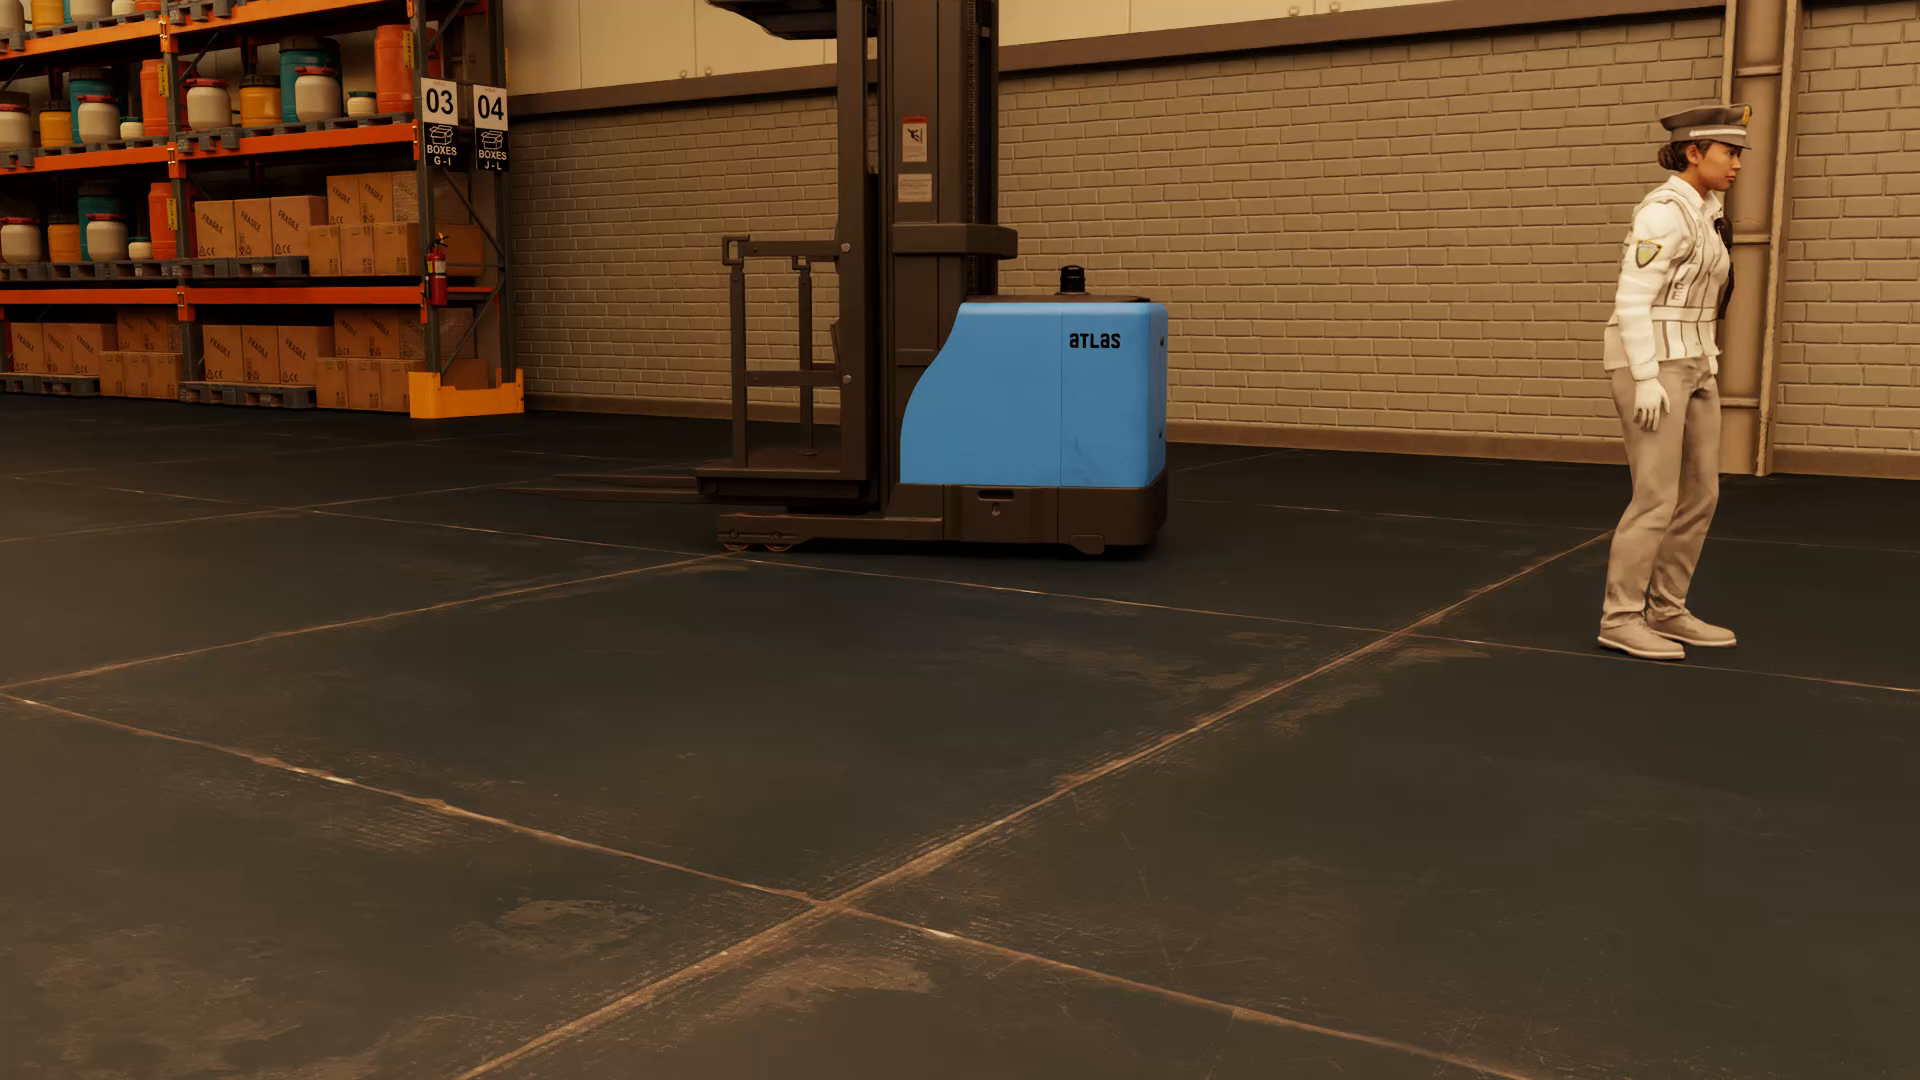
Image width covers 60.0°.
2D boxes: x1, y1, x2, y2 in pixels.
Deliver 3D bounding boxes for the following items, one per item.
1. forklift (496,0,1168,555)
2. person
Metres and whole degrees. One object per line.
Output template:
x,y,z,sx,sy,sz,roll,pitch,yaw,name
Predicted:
-0.596,-1.469,7.520,3.031,2.935,1.130,2,8,12,forklift
2.207,-0.487,5.149,0.531,1.665,0.371,-7,11,-42,person
